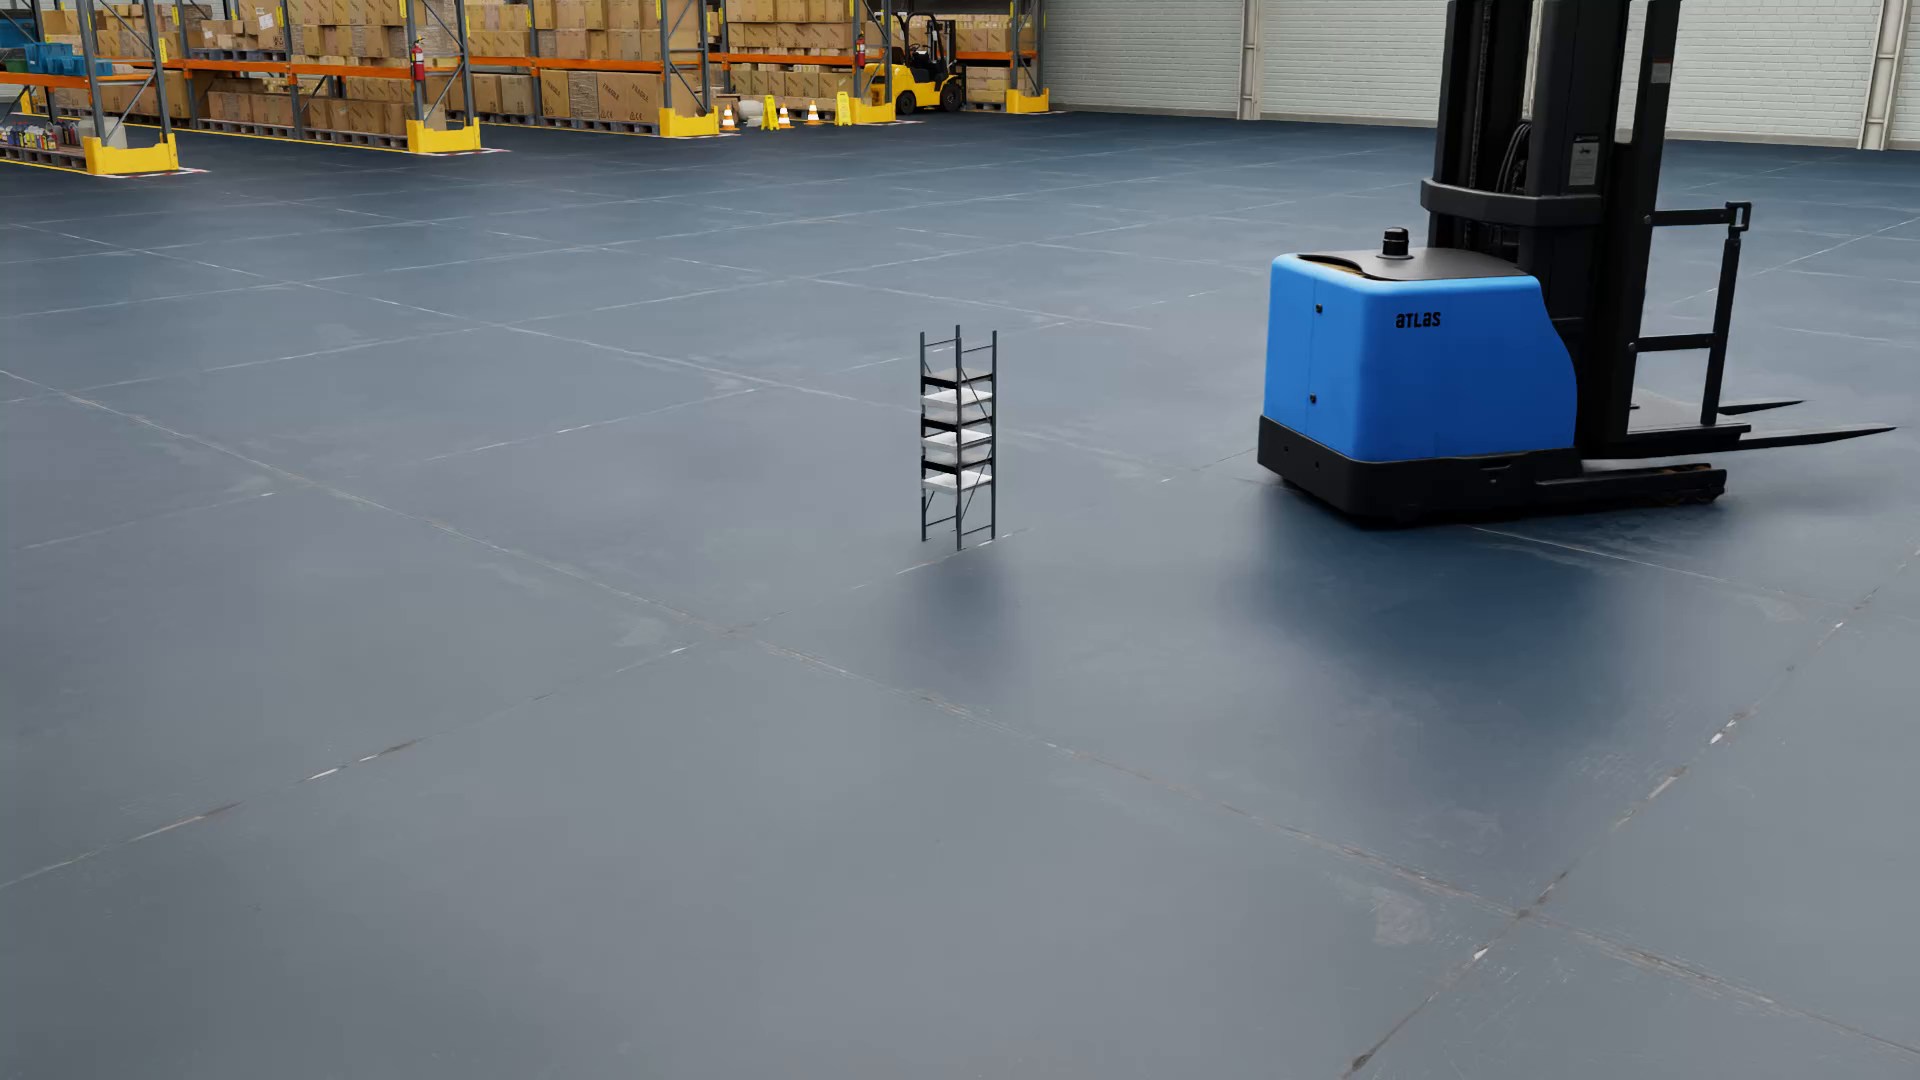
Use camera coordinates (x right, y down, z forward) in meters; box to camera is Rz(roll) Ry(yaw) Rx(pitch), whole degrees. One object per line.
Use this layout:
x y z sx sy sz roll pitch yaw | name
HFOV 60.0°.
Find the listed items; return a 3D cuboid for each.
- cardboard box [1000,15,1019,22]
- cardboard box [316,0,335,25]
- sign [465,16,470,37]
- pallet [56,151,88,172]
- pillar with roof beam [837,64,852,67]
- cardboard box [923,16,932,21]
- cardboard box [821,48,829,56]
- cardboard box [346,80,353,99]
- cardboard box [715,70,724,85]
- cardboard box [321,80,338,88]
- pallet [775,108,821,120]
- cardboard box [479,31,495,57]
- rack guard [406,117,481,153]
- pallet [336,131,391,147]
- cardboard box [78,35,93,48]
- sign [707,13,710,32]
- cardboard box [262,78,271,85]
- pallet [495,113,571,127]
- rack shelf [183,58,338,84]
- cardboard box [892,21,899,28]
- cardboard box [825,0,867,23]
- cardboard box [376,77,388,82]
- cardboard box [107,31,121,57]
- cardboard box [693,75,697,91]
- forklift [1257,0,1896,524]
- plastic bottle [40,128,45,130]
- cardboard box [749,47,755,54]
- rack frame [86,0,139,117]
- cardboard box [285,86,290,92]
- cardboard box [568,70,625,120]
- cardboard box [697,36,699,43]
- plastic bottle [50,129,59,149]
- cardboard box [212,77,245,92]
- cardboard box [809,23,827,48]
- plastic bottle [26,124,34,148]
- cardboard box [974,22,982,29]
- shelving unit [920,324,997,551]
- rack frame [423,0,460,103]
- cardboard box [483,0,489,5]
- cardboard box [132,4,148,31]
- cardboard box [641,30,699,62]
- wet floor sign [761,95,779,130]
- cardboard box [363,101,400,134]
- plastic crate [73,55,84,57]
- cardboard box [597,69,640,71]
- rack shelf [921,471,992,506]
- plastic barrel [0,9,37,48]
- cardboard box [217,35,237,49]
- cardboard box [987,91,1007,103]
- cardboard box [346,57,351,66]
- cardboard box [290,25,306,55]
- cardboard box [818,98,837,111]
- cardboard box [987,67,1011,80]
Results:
1.108 -11.673 37.204 0.250 0.149 0.380 15 23 39 | cardboard box
-10.430 -8.905 27.901 0.500 0.500 0.500 15 23 39 | cardboard box
-7.994 -8.319 26.936 0.005 0.325 0.100 15 23 39 | sign
-12.334 -5.503 24.103 1.213 0.211 1.003 15 23 39 | pallet
-5.752 -14.584 38.188 0.400 9.000 9.100 15 23 39 | pillar with roof beam
-0.646 -12.118 38.608 0.250 0.149 0.380 15 23 38 | cardboard box
-2.639 -10.015 34.125 0.250 0.149 0.380 15 23 38 | cardboard box
-13.585 -10.096 37.402 0.500 0.500 0.500 16 24 41 | cardboard box
-6.088 -12.108 43.744 0.500 0.500 0.500 14 22 37 | cardboard box
-14.401 -10.433 38.061 0.250 0.149 0.380 16 24 41 | cardboard box
-3.326 -9.128 35.526 1.213 0.211 1.003 15 23 39 | pallet
-9.302 -9.984 33.446 0.500 0.500 0.500 15 23 40 | cardboard box
-8.411 -6.608 27.106 0.348 0.500 1.175 15 23 39 | rack guard
-9.903 -6.886 28.461 1.213 0.211 1.003 15 23 39 | pallet
-17.834 -10.293 34.342 0.500 0.250 0.500 14 23 38 | cardboard box
-4.613 -9.460 30.401 0.005 0.325 0.100 15 23 39 | sign
-16.398 -10.933 39.639 0.250 0.149 0.380 15 23 39 | cardboard box
-8.605 -8.498 33.539 1.213 0.211 1.003 15 23 39 | pallet
-12.842 -8.646 30.585 4.000 0.370 1.077 15 23 39 | rack shelf
-1.412 -12.186 39.314 0.250 0.149 0.380 15 23 38 | cardboard box
-2.303 -10.745 33.701 0.500 0.500 0.700 14 23 38 | cardboard box
-12.410 -10.141 36.304 0.500 0.250 0.500 16 23 41 | cardboard box
-16.775 -9.991 33.470 0.500 0.500 0.500 15 23 39 | cardboard box
-5.927 -9.590 35.251 0.500 0.500 0.500 15 23 39 | cardboard box
3.017 -1.701 7.627 3.031 2.935 1.130 -5 18 -15 | forklift
-13.767 -6.037 24.951 0.135 0.276 0.152 15 23 39 | plastic bottle
-4.303 -10.488 35.616 0.250 0.149 0.380 15 23 39 | cardboard box
-17.329 -10.193 34.272 0.127 3.000 1.000 15 23 39 | rack frame
-15.711 -10.668 39.295 0.250 0.149 0.380 17 24 42 | cardboard box
-6.877 -8.554 31.925 0.875 0.875 0.875 15 23 40 | cardboard box
-5.738 -11.051 36.695 0.250 0.149 0.380 15 23 38 | cardboard box
-13.406 -5.929 24.598 0.133 0.283 0.061 15 23 39 | plastic bottle
-13.817 -8.638 31.537 0.500 0.250 0.500 16 24 41 | cardboard box
-2.737 -10.364 34.151 0.500 0.500 0.500 15 23 39 | cardboard box
-13.846 -6.034 24.819 0.185 0.351 0.144 15 23 39 | plastic bottle
0.528 -11.676 37.705 0.250 0.149 0.380 15 23 39 | cardboard box
-0.006 -0.431 6.981 0.210 0.900 0.258 15 23 39 | shelving unit
-10.970 -10.492 35.213 0.127 3.000 1.000 15 23 39 | rack frame
-11.700 -13.435 41.596 0.250 0.149 0.380 15 23 39 | cardboard box
-15.865 -10.331 32.882 0.637 0.503 0.797 16 24 41 | cardboard box
-5.294 -9.021 30.331 0.550 0.550 0.875 15 23 39 | cardboard box
-3.650 -8.206 31.901 0.232 0.644 0.267 11 20 30 | wet floor sign
-9.736 -7.164 28.165 0.500 0.500 0.500 -16 23 -41 | cardboard box
-13.626 -7.235 25.195 0.616 0.251 0.499 15 23 39 | plastic crate
-8.221 -10.977 39.560 0.875 0.875 0.875 15 23 39 | cardboard box
-0.006 -0.227 7.045 0.200 0.077 0.258 15 23 39 | rack shelf
-14.721 -7.851 26.064 0.708 0.901 0.600 15 23 39 | plastic barrel
-13.237 -9.130 30.476 0.500 0.250 0.500 14 22 38 | cardboard box
0.955 -10.062 37.710 0.500 0.250 0.500 15 23 40 | cardboard box
-10.037 -8.018 27.833 0.250 0.149 0.380 15 23 39 | cardboard box
-11.050 -8.672 28.821 0.500 0.500 0.875 15 23 39 | cardboard box
-2.577 -9.022 34.432 0.500 0.250 0.500 15 23 39 | cardboard box
0.964 -10.538 37.556 0.500 0.250 0.500 16 24 41 | cardboard box
